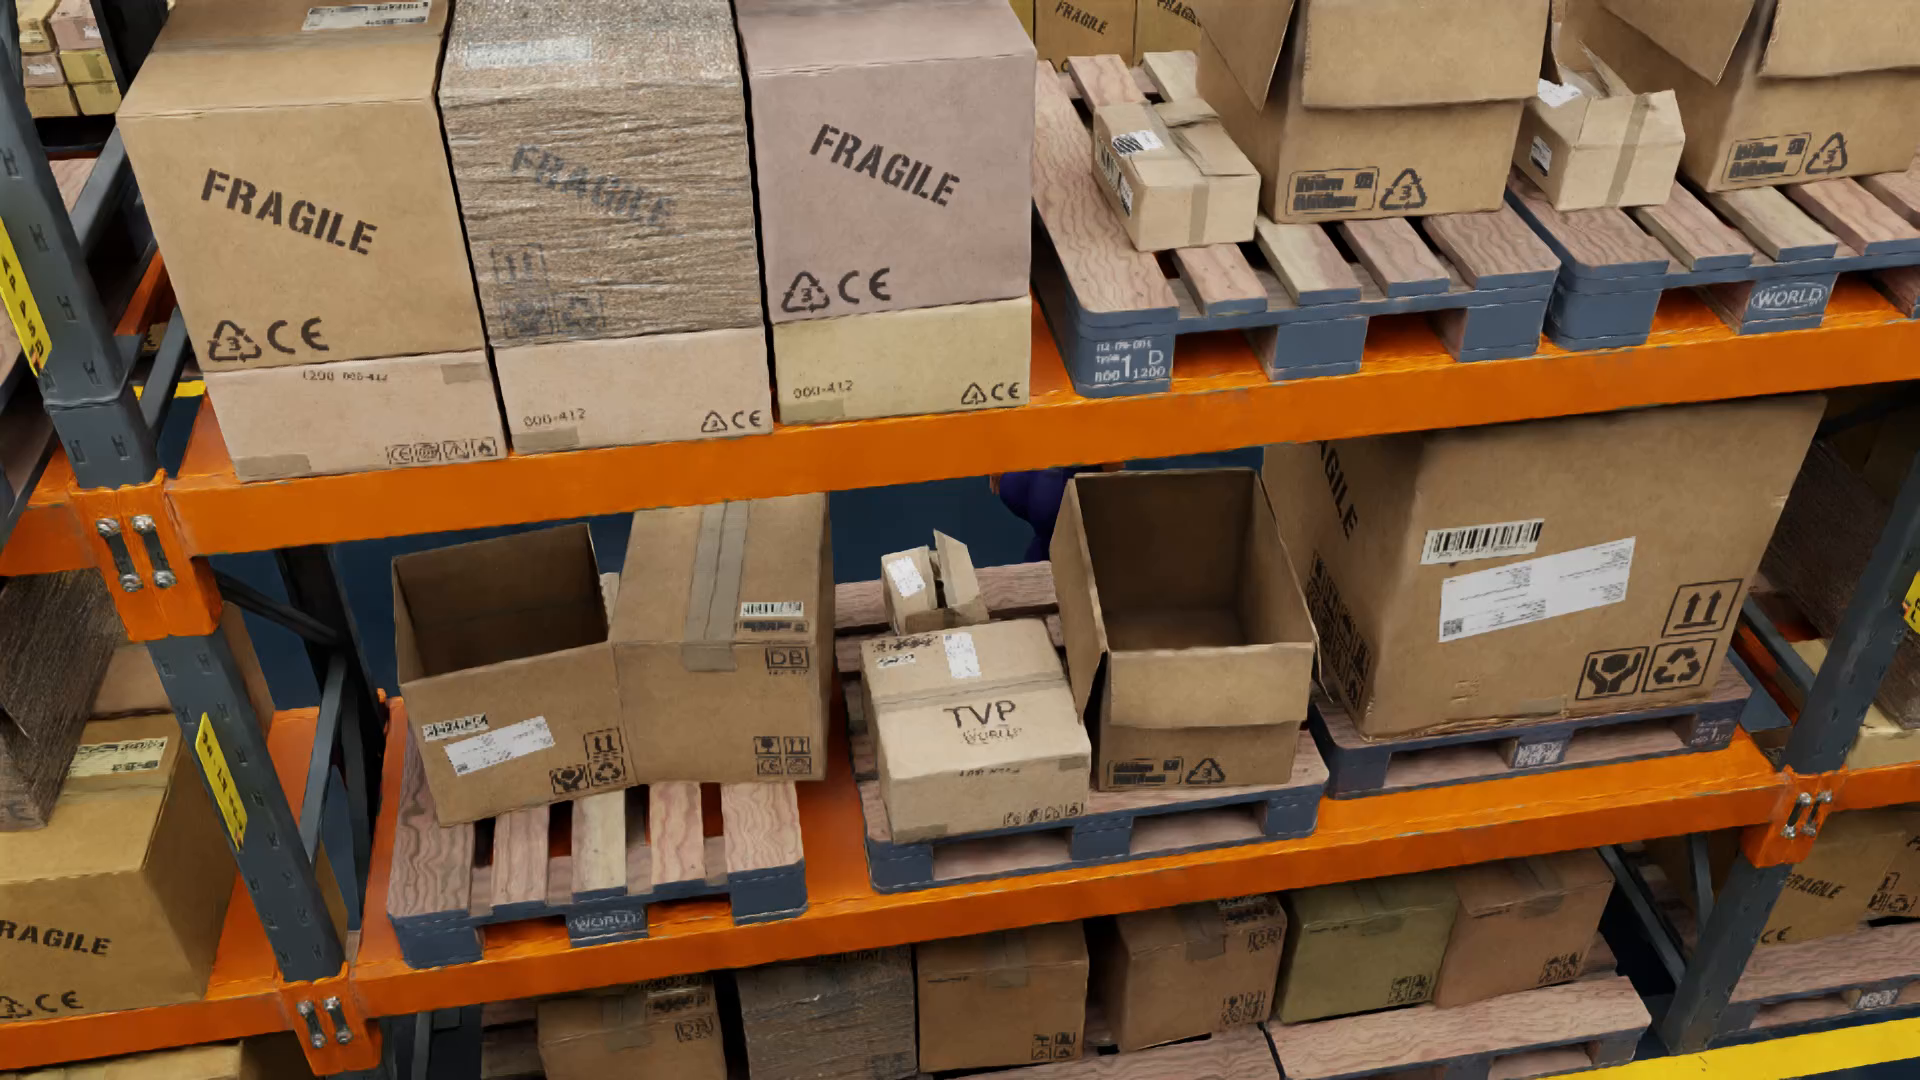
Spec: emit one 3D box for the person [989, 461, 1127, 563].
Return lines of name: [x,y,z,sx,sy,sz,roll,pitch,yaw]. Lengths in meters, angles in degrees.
person: [0.379,-0.183,6.377,0.480,1.647,0.616,-30,48,-32]
